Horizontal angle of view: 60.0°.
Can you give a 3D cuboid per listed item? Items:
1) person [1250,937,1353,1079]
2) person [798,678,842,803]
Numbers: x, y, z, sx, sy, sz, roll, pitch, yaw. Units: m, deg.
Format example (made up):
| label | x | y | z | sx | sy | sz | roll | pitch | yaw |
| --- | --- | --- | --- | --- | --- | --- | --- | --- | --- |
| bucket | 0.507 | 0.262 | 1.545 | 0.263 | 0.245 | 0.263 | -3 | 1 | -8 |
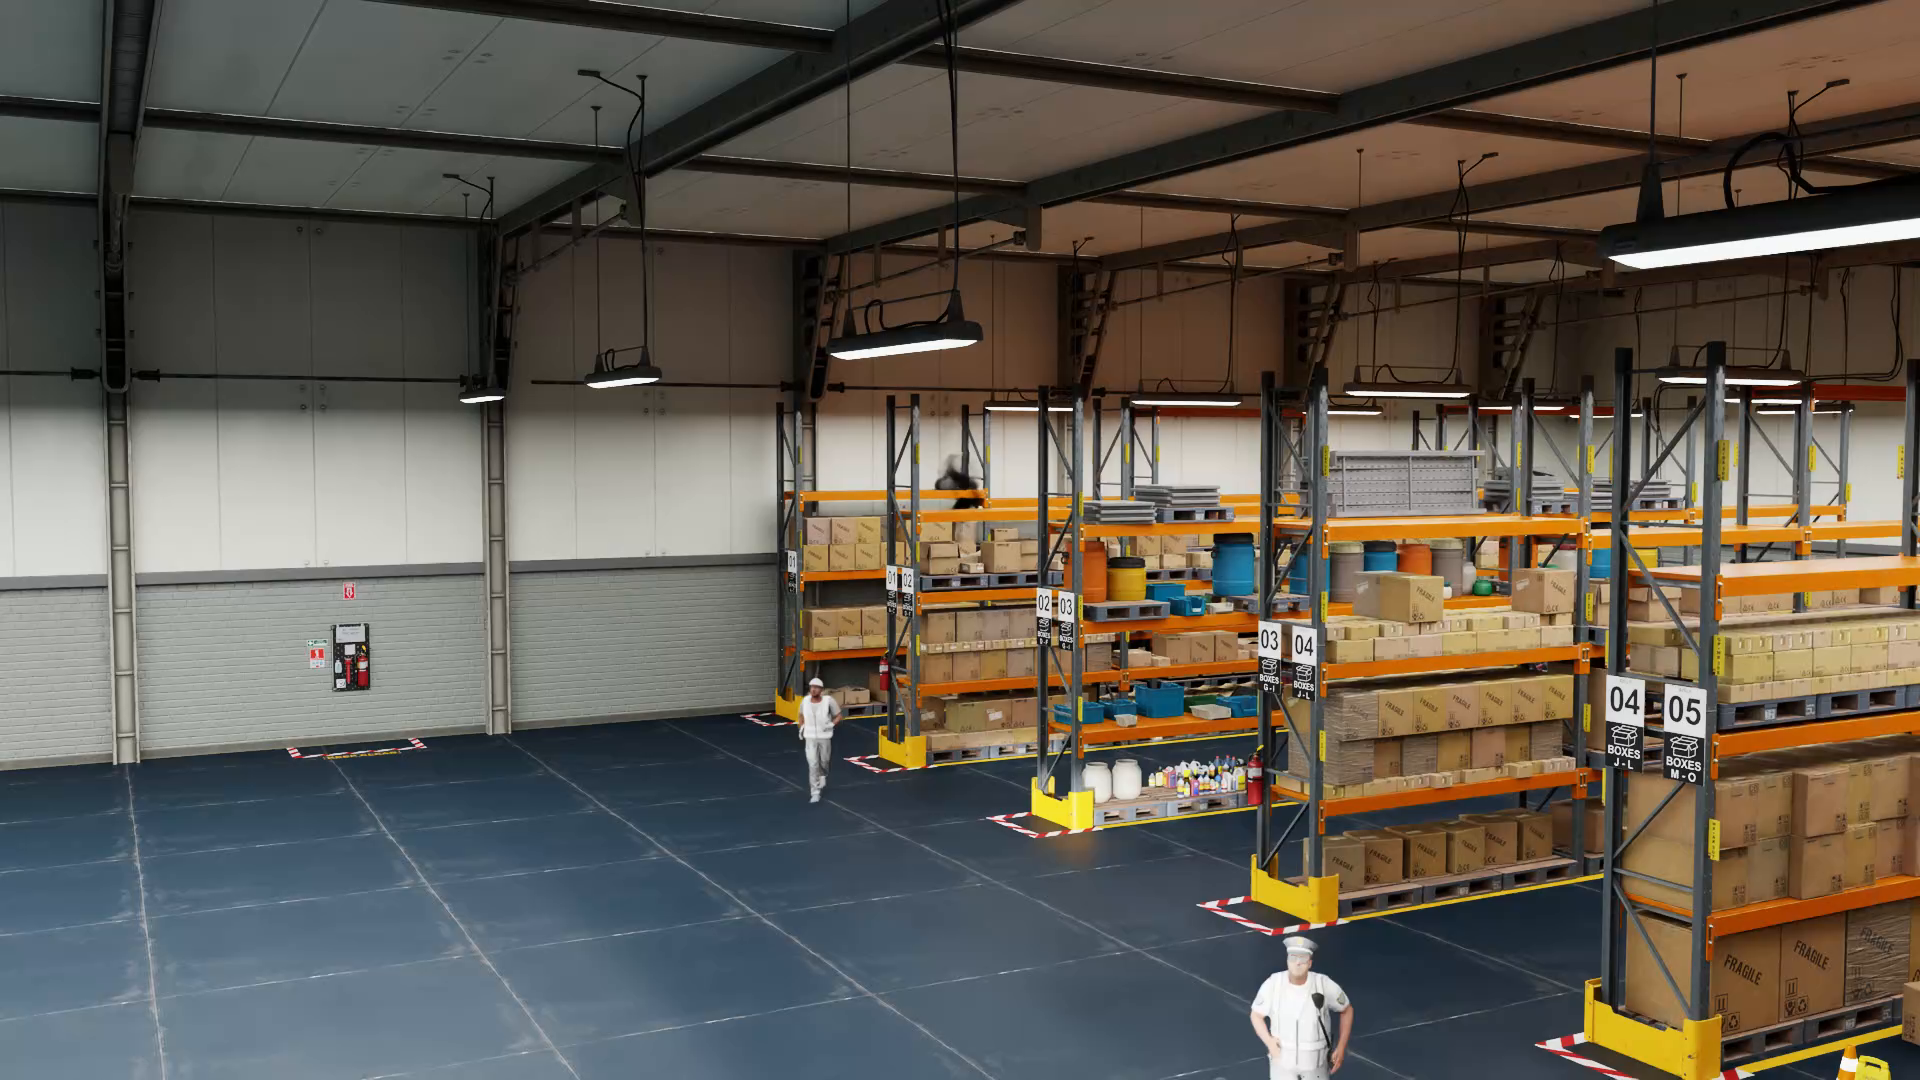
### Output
| label | x | y | z | sx | sy | sz | roll | pitch | yaw |
| --- | --- | --- | --- | --- | --- | --- | --- | --- | --- |
| person | 2.376 | 3.633 | 11.635 | 0.705 | 1.750 | 0.611 | 1 | 3 | 17 |
| person | -2.066 | 2.907 | 24.383 | 0.673 | 1.779 | 0.837 | 0 | 3 | 4 |
